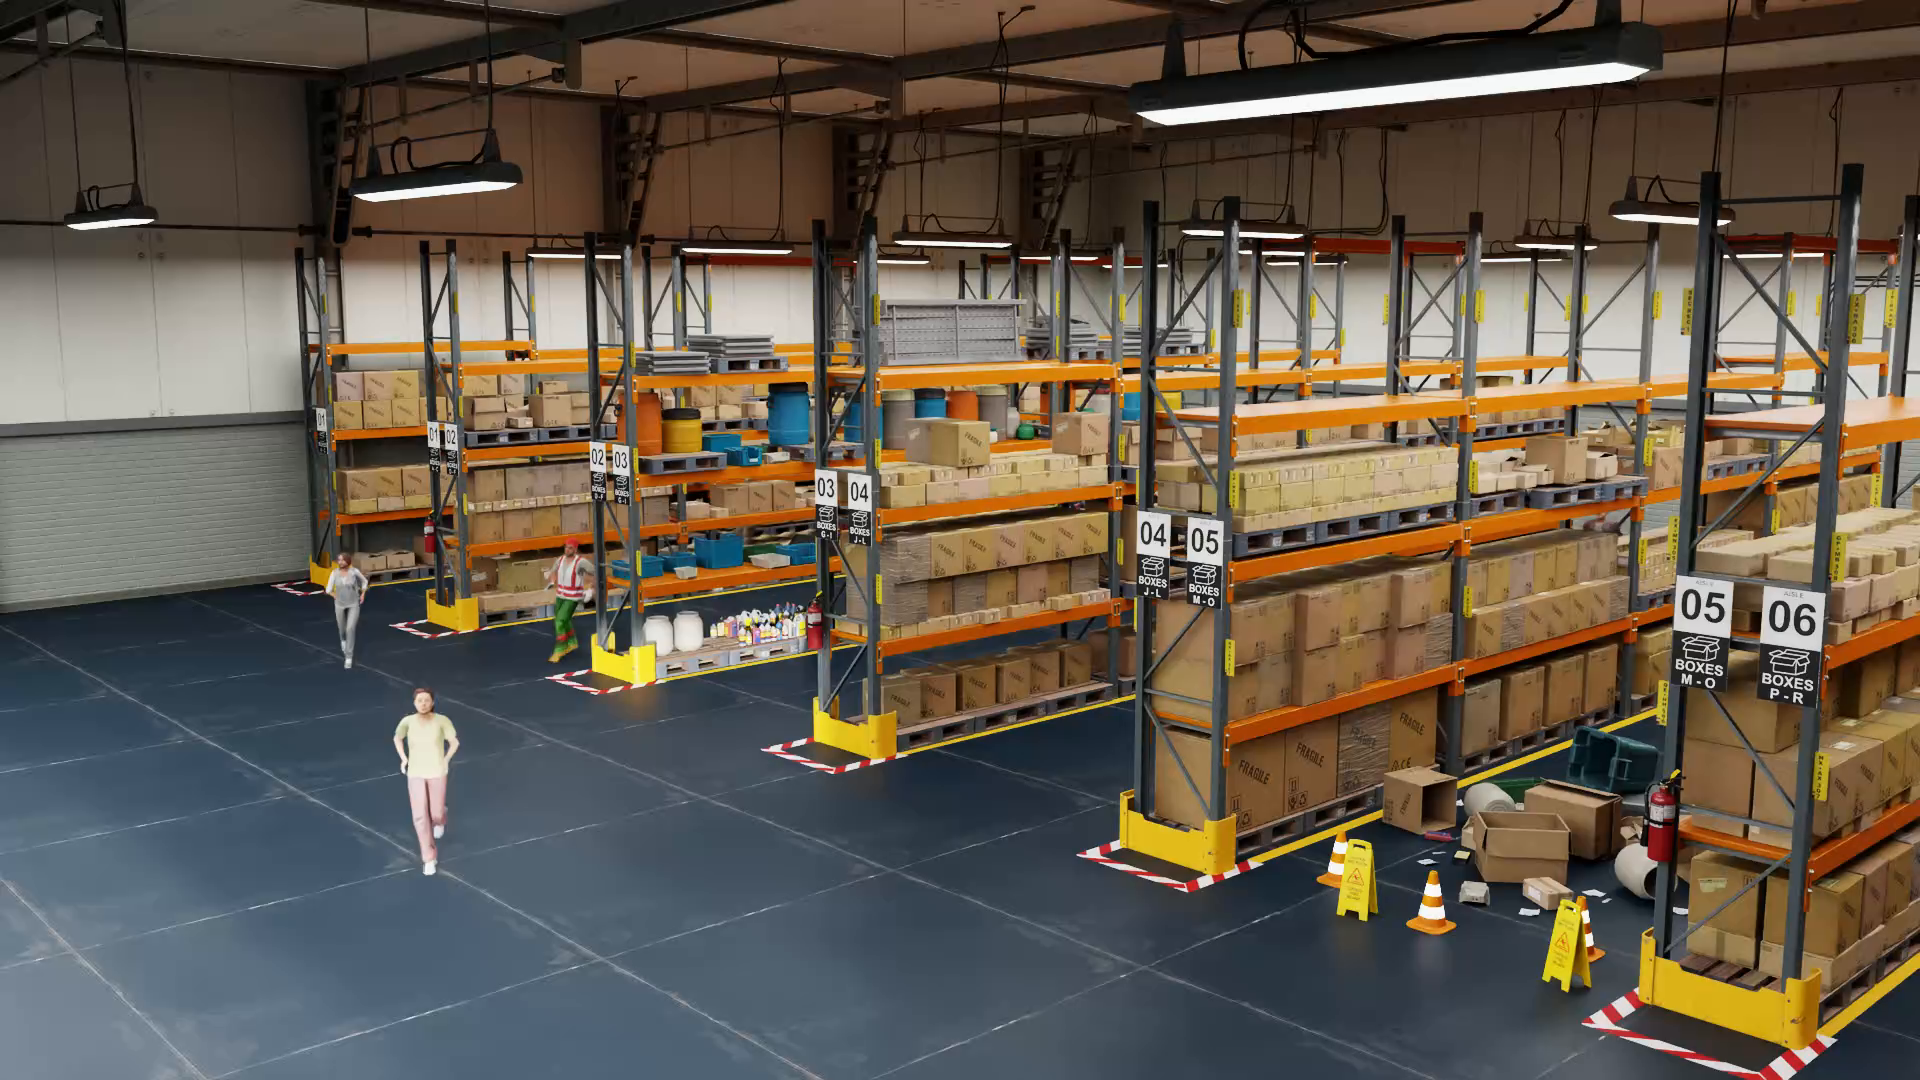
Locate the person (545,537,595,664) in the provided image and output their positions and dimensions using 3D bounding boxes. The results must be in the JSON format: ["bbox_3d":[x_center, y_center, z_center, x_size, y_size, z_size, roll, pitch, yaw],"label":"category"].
[{"bbox_3d":[-5.537,0.843,23.644,0.722,1.802,0.707,5,10,30],"label":"person"}]

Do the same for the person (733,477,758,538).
[{"bbox_3d":[-4.119,-0.396,32.285,0.644,1.679,0.595,8,11,42],"label":"person"}]

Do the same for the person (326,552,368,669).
[{"bbox_3d":[-8.640,0.952,23.489,0.550,1.599,0.860,-2,9,-11],"label":"person"}]

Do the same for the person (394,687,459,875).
[{"bbox_3d":[-4.870,2.149,15.205,0.579,1.660,0.818,-2,9,-12],"label":"person"}]

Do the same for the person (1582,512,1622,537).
[{"bbox_3d":[10.618,0.279,27.633,0.722,1.735,0.653,6,10,35],"label":"person"}]
